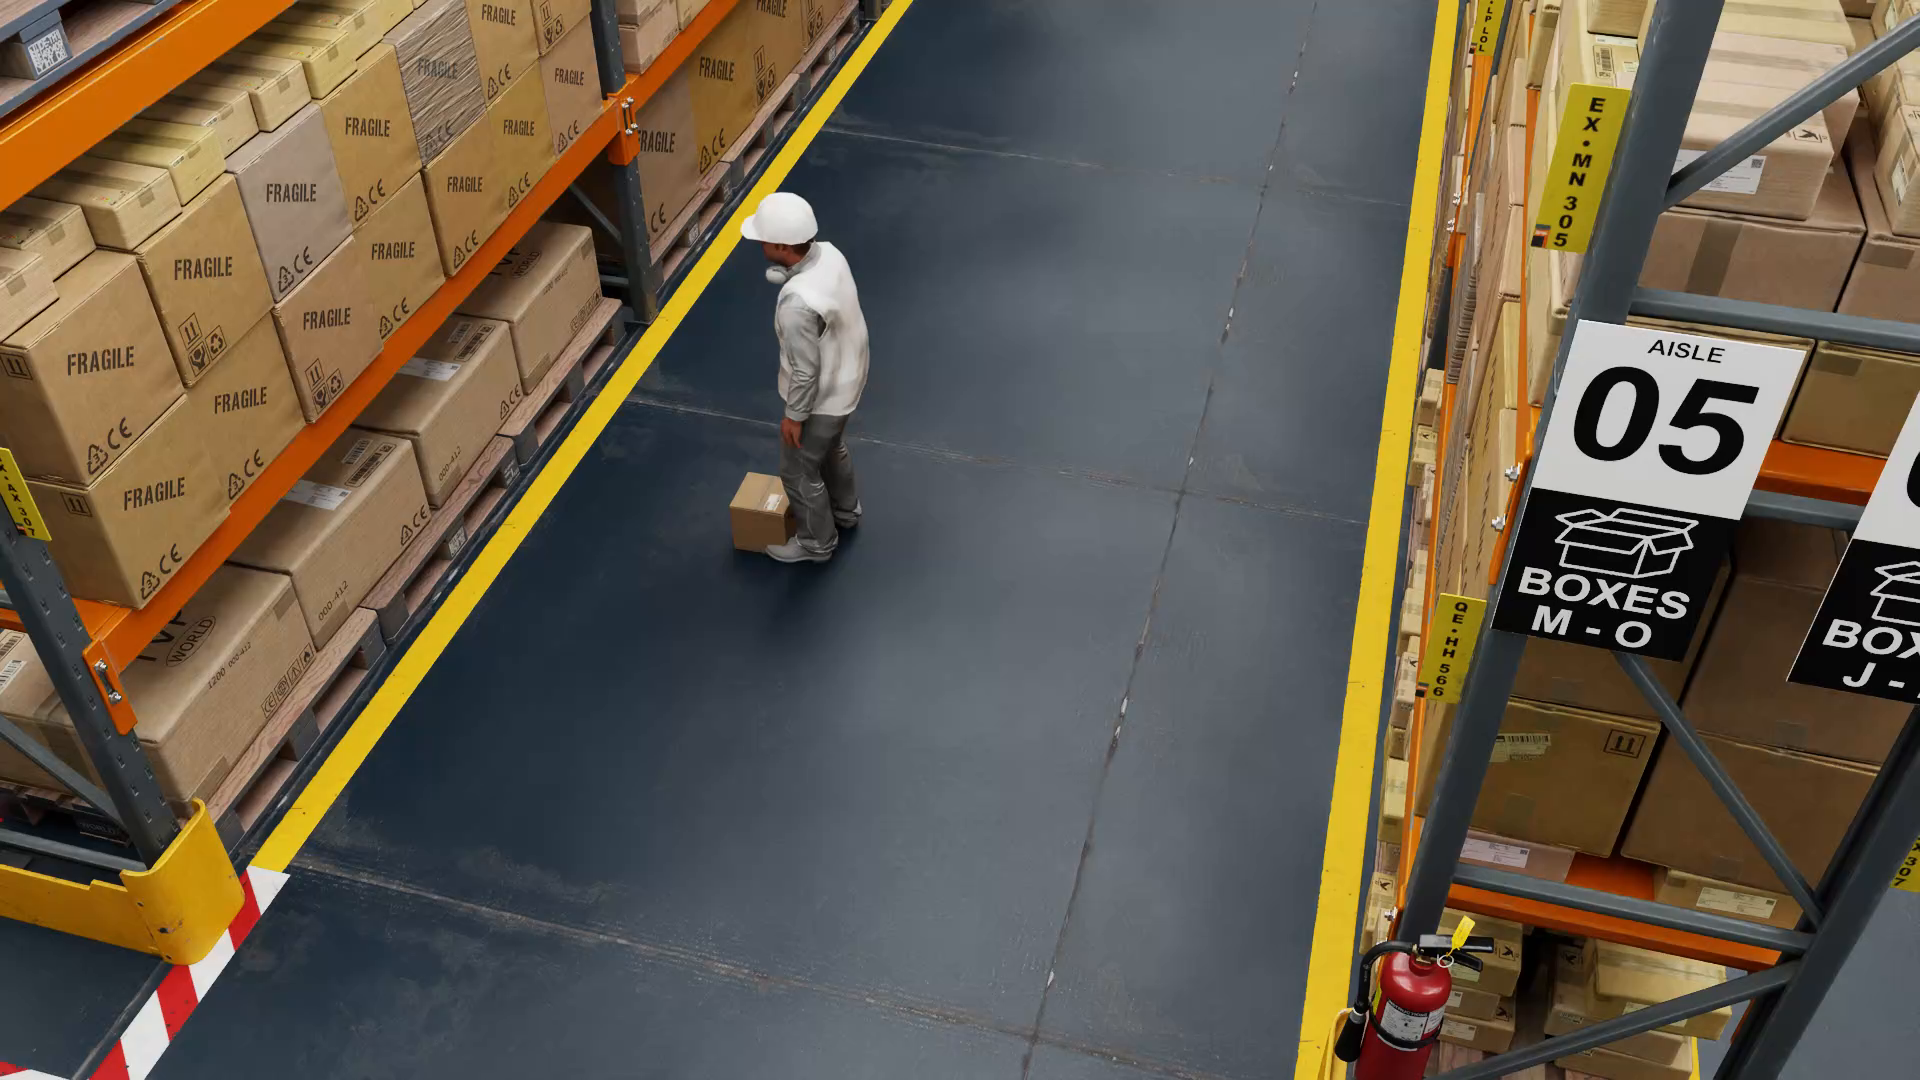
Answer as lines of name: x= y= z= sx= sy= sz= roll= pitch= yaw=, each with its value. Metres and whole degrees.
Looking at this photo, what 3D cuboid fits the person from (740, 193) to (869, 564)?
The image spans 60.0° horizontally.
person: x=-0.613 y=-0.646 z=6.888 sx=0.475 sy=1.771 sz=0.593 roll=8 pitch=41 yaw=9
